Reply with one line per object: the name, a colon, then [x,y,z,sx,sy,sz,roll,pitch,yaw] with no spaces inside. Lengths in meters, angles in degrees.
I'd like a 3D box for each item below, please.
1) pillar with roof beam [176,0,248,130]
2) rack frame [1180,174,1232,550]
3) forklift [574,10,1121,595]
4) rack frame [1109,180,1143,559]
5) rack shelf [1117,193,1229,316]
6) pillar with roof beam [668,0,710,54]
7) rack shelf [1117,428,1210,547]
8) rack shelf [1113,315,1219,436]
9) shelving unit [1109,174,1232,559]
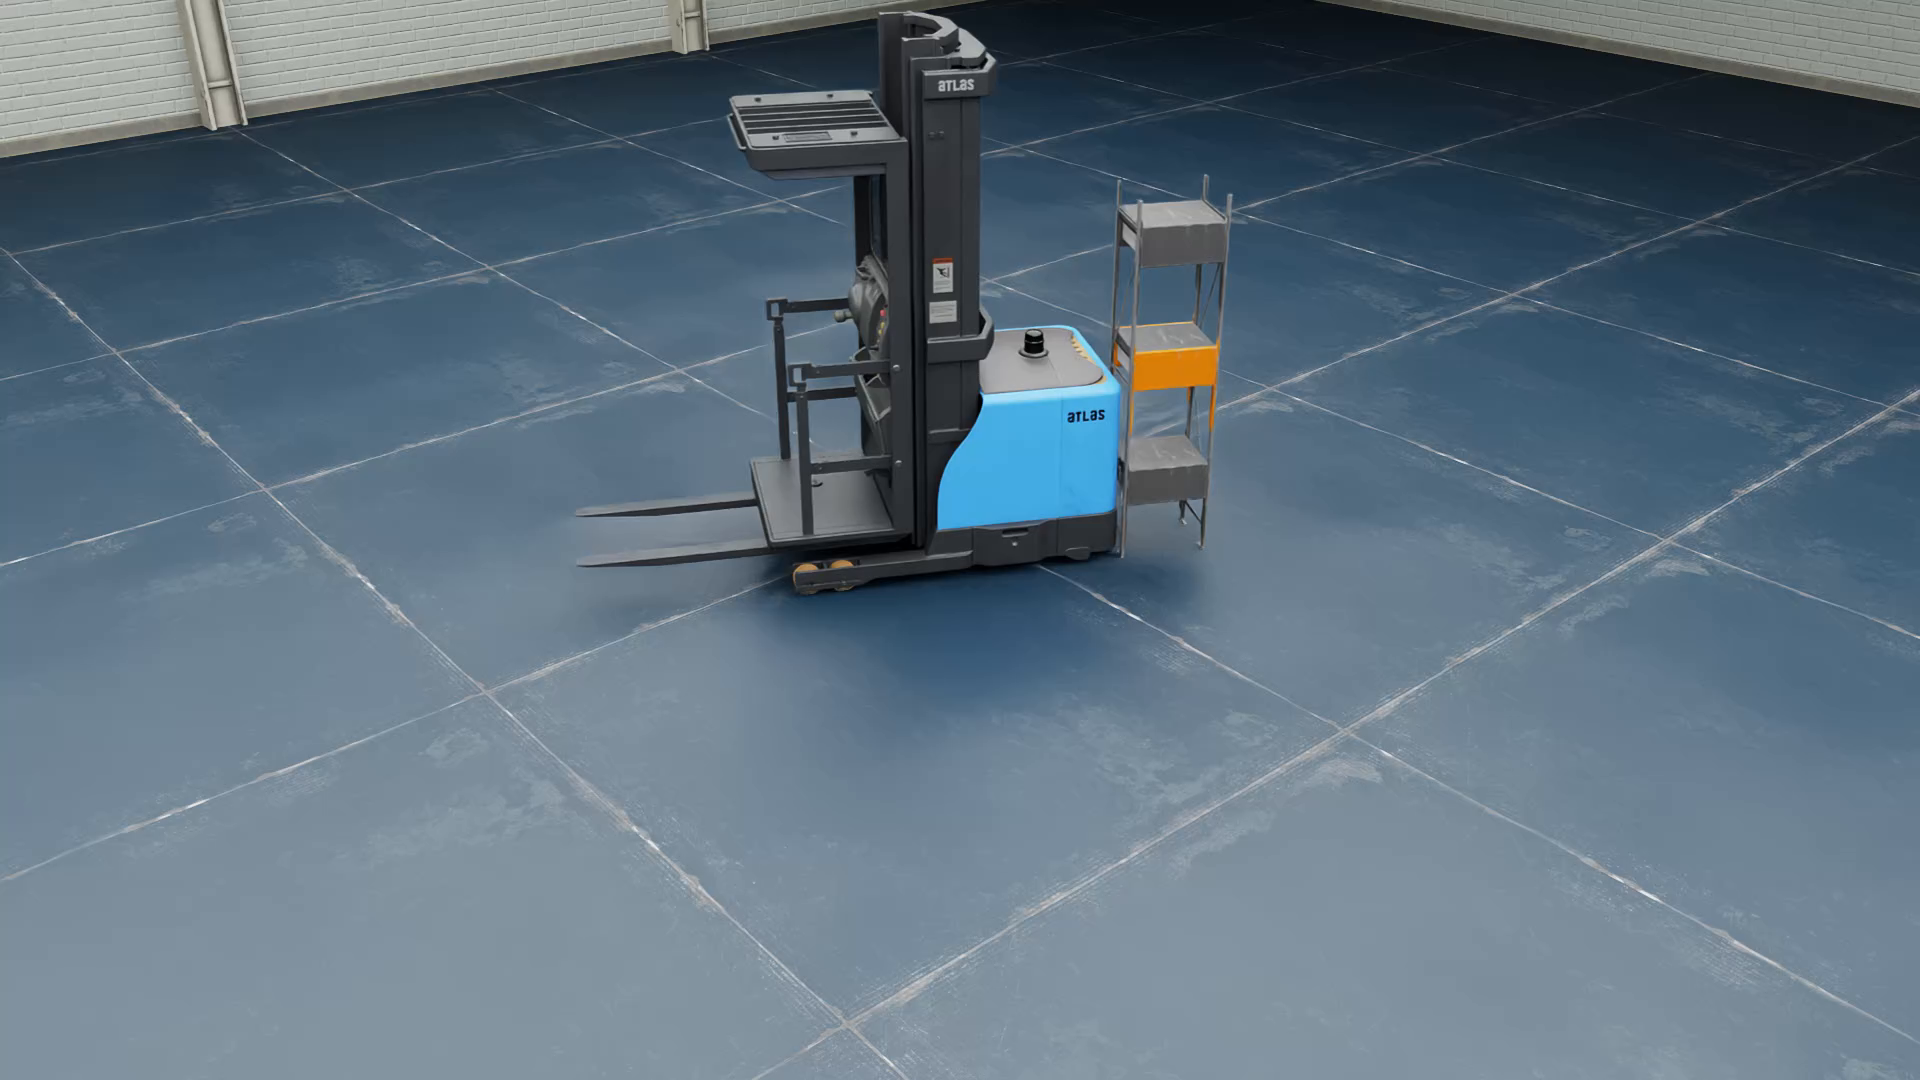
pillar with roof beam: [-5.293,-6.997,13.295,0.400,9.000,9.100,-22,35,-35]
rack frame: [1.369,-0.959,9.317,0.015,2.100,0.400,-6,29,-11]
forklift: [-0.674,-1.264,9.006,3.031,2.935,1.130,-6,29,-11]
rack frame: [0.892,-0.911,9.227,0.015,2.100,0.400,-6,29,-11]
rack shelf: [1.130,-1.540,8.948,0.480,0.518,0.431,-6,29,-11]
pillar with roof beam: [-0.728,-8.832,16.729,0.400,9.000,9.100,-22,35,-35]
rack shelf: [1.130,-0.306,9.608,0.480,0.518,0.431,-6,29,-11]
rack shelf: [1.130,-0.923,9.278,0.480,0.518,0.431,-6,29,-11]
shelving unit: [1.130,-0.935,9.272,0.503,2.100,0.431,-6,29,-11]
